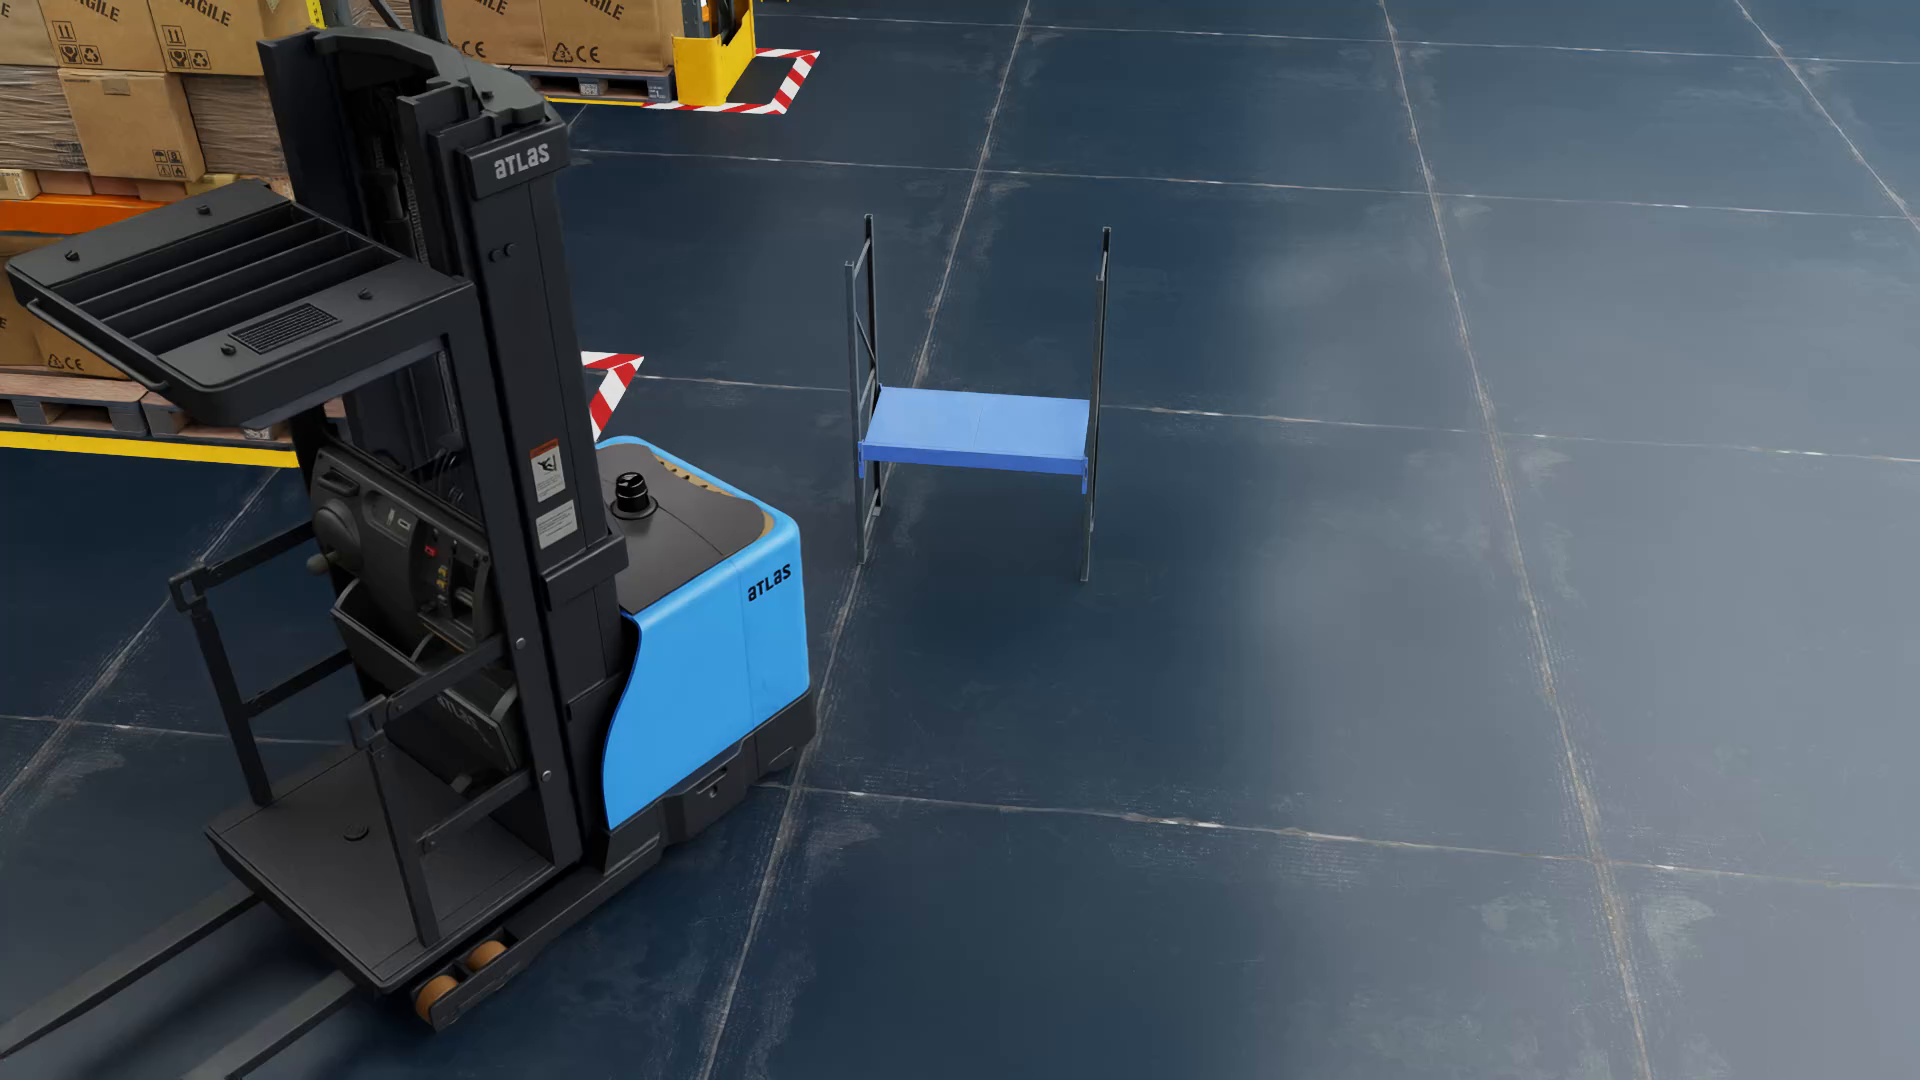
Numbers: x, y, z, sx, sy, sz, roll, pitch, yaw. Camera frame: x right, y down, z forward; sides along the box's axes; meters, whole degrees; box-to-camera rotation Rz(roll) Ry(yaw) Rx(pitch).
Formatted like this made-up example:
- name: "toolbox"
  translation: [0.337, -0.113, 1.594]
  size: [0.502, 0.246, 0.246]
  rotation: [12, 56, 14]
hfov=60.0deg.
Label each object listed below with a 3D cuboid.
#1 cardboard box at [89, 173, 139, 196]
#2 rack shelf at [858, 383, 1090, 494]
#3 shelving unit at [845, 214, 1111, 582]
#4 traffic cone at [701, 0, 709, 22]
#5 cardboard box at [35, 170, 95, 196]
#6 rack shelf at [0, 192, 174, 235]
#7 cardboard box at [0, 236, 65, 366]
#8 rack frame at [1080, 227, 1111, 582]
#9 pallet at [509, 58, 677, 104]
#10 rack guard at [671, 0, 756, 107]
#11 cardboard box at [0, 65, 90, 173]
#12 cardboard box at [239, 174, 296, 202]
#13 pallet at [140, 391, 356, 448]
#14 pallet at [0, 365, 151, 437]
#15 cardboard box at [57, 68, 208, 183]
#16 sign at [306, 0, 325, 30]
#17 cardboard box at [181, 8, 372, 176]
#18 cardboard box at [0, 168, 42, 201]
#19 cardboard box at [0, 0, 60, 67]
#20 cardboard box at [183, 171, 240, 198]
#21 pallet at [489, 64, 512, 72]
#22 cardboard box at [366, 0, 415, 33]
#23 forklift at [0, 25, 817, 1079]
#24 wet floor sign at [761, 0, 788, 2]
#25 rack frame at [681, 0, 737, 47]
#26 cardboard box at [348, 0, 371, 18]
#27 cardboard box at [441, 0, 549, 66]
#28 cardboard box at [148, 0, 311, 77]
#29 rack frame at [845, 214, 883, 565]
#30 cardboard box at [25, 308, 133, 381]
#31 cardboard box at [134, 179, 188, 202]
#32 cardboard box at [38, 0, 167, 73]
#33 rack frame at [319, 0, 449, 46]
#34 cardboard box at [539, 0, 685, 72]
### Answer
- name: "cardboard box"
  translation: [-3.900, -1.777, 7.873]
  size: [0.250, 0.149, 0.380]
  rotation: [4, 36, 6]
- name: "rack shelf"
  translation: [0.085, -0.458, 7.410]
  size: [1.000, 0.185, 0.538]
  rotation: [4, 36, 6]
- name: "shelving unit"
  translation: [0.085, -0.604, 7.305]
  size: [1.048, 1.500, 0.538]
  rotation: [4, 36, 6]
- name: "traffic cone"
  translation: [-2.214, -4.575, 13.761]
  size: [0.334, 0.463, 0.336]
  rotation: [4, 36, 6]
- name: "cardboard box"
  translation: [-4.151, -1.782, 7.881]
  size: [0.250, 0.149, 0.380]
  rotation: [4, 36, 6]
- name: "rack shelf"
  translation: [-4.584, -1.754, 8.245]
  size: [4.000, 0.370, 1.077]
  rotation: [4, 36, 6]
- name: "cardboard box"
  translation: [-4.981, -1.257, 8.720]
  size: [0.500, 0.500, 0.500]
  rotation: [1, 36, 2]
- name: "rack frame"
  translation: [0.589, -0.567, 7.253]
  size: [0.032, 1.500, 0.500]
  rotation: [4, 36, 6]
- name: "pallet"
  translation: [-2.671, -3.629, 12.653]
  size: [1.213, 0.211, 1.003]
  rotation: [4, 36, 6]
- name: "rack guard"
  translation: [-1.844, -3.730, 12.547]
  size: [0.348, 0.500, 1.175]
  rotation: [4, 36, 6]
- name: "cardboard box"
  translation: [-4.144, -2.147, 7.834]
  size: [0.500, 0.500, 0.875]
  rotation: [4, 36, 6]
- name: "cardboard box"
  translation: [-3.157, -1.718, 7.791]
  size: [0.250, 0.149, 0.380]
  rotation: [4, 36, 6]
- name: "pallet"
  translation: [-3.477, -0.850, 8.760]
  size: [1.213, 0.211, 1.003]
  rotation: [4, 36, 6]
- name: "pallet"
  translation: [-4.684, -0.942, 8.888]
  size: [1.213, 0.211, 1.003]
  rotation: [4, 36, 6]
- name: "cardboard box"
  translation: [-3.654, -2.085, 7.748]
  size: [0.500, 0.500, 0.875]
  rotation: [4, 36, 6]
- name: "sign"
  translation: [-2.691, -2.181, 6.955]
  size: [0.005, 0.325, 0.100]
  rotation: [4, 36, 6]
- name: "cardboard box"
  translation: [-3.142, -2.118, 7.793]
  size: [0.500, 0.500, 0.875]
  rotation: [4, 36, 6]
- name: "cardboard box"
  translation: [-4.410, -1.750, 7.836]
  size: [0.250, 0.149, 0.380]
  rotation: [4, 36, 6]
- name: "cardboard box"
  translation: [-4.170, -2.438, 7.382]
  size: [0.500, 0.500, 0.500]
  rotation: [4, 36, 6]
- name: "cardboard box"
  translation: [-3.412, -1.707, 7.776]
  size: [0.250, 0.149, 0.380]
  rotation: [4, 36, 6]
- name: "pallet"
  translation: [-3.878, -3.720, 12.781]
  size: [1.213, 0.211, 1.003]
  rotation: [4, 36, 6]
- name: "cardboard box"
  translation: [-4.326, -4.200, 12.521]
  size: [0.875, 0.875, 0.875]
  rotation: [5, 36, 6]
- name: "forklift"
  translation: [-1.903, 0.083, 5.111]
  size: [1.130, 2.935, 3.031]
  rotation: [26, 43, 32]
- name: "wet floor sign"
  translation: [-1.587, -4.930, 14.102]
  size: [0.232, 0.644, 0.267]
  rotation: [-2, 36, -2]
- name: "rack frame"
  translation: [-1.868, -4.750, 11.823]
  size: [0.127, 3.000, 1.000]
  rotation: [4, 36, 6]
- name: "cardboard box"
  translation: [-3.111, -2.666, 7.700]
  size: [0.500, 0.500, 0.500]
  rotation: [4, 36, 6]
- name: "cardboard box"
  translation: [-3.422, -4.132, 12.425]
  size: [0.875, 0.875, 0.875]
  rotation: [4, 36, 5]
- name: "cardboard box"
  translation: [-3.177, -2.366, 7.281]
  size: [0.500, 0.500, 0.500]
  rotation: [4, 36, 6]
- name: "rack frame"
  translation: [-0.420, -0.642, 7.358]
  size: [0.032, 1.500, 0.500]
  rotation: [4, 36, 6]
- name: "cardboard box"
  translation: [-4.433, -1.190, 8.626]
  size: [0.500, 0.500, 0.500]
  rotation: [7, 36, 10]
- name: "cardboard box"
  translation: [-3.658, -1.734, 7.814]
  size: [0.250, 0.149, 0.380]
  rotation: [4, 36, 6]
- name: "cardboard box"
  translation: [-3.674, -2.400, 7.328]
  size: [0.500, 0.500, 0.500]
  rotation: [4, 36, 6]
- name: "rack frame"
  translation: [-2.600, -1.899, 7.829]
  size: [0.127, 3.000, 1.000]
  rotation: [4, 36, 6]
- name: "cardboard box"
  translation: [-2.549, -4.068, 12.335]
  size: [0.875, 0.875, 0.875]
  rotation: [4, 36, 6]
